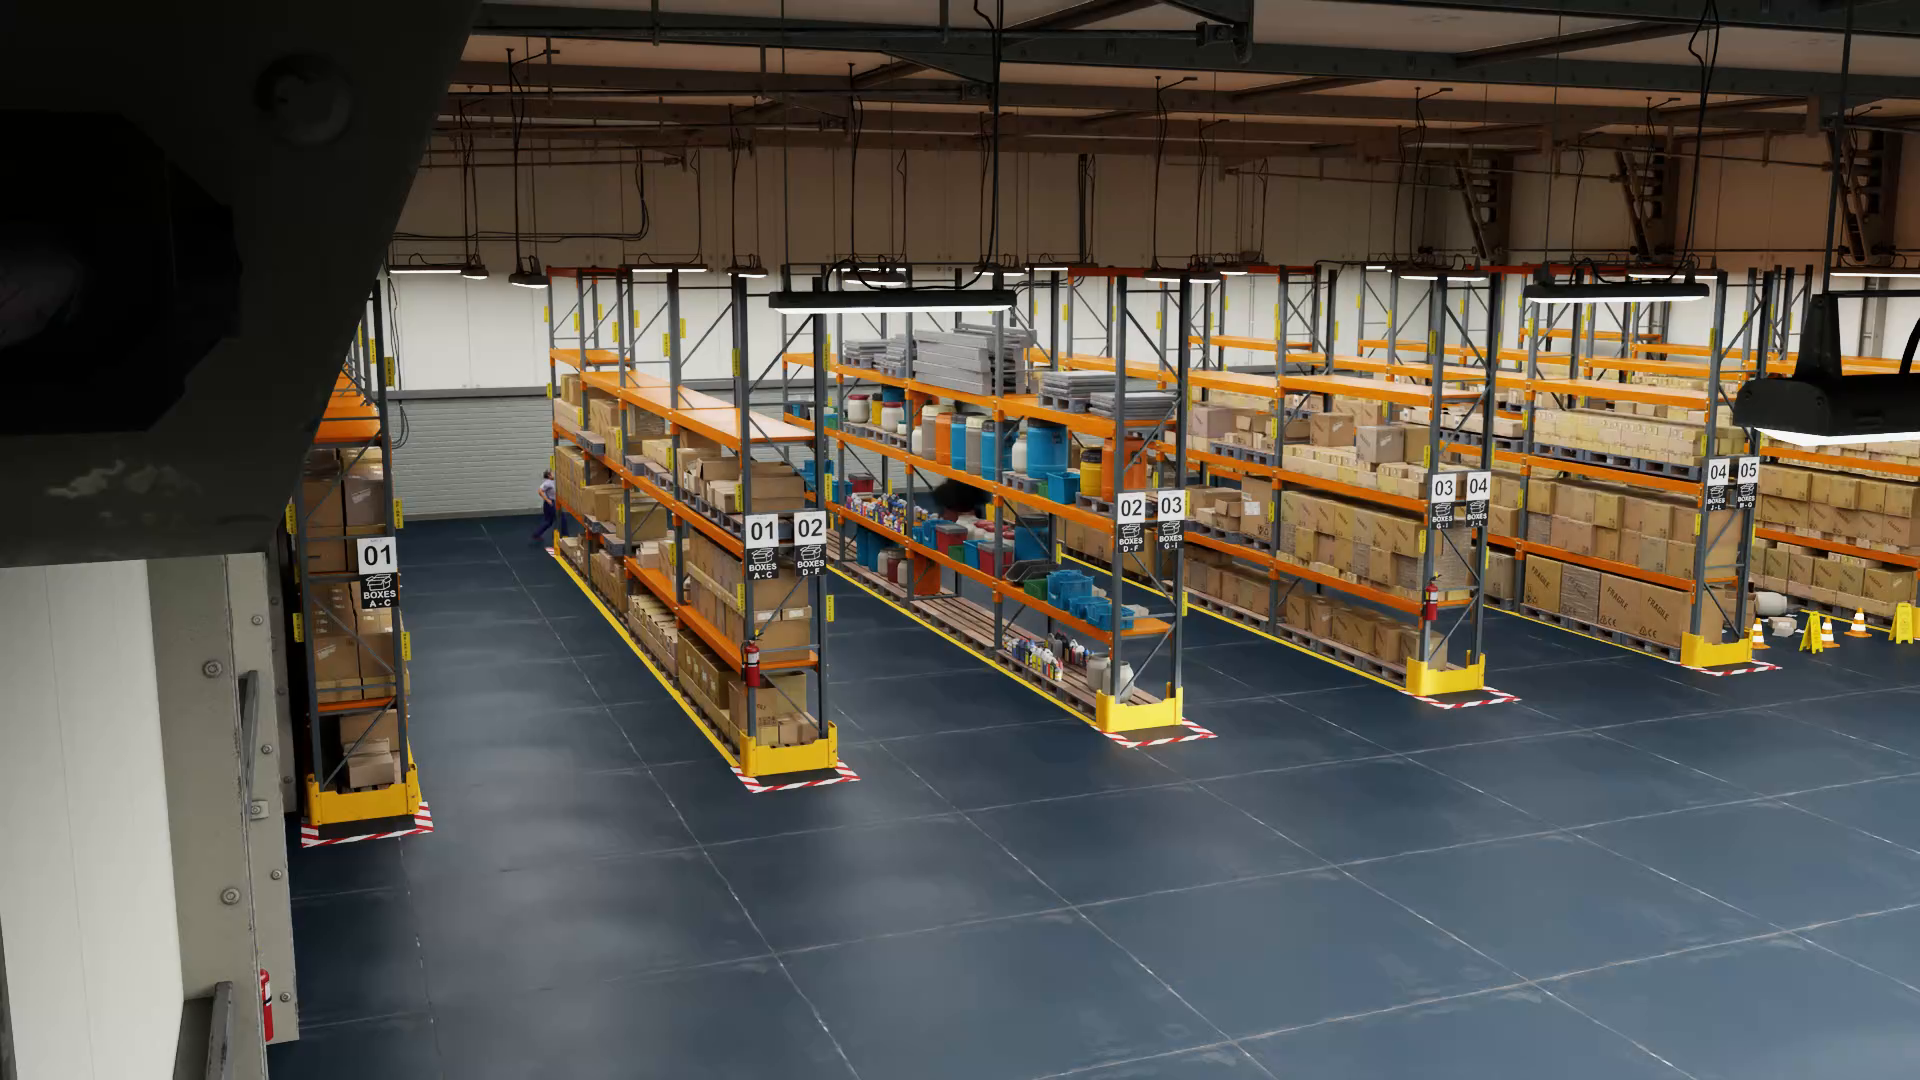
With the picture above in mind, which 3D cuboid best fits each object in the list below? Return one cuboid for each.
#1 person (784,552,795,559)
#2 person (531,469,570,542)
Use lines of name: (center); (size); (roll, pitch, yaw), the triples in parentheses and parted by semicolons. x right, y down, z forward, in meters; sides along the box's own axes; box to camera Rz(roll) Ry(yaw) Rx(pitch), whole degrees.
person: (-3.355, -0.075, 32.105); (0.559, 1.520, 0.914); (-4, 11, -23)
person: (-8.823, -0.697, 35.980); (0.914, 1.668, 0.590); (-4, 11, -21)
